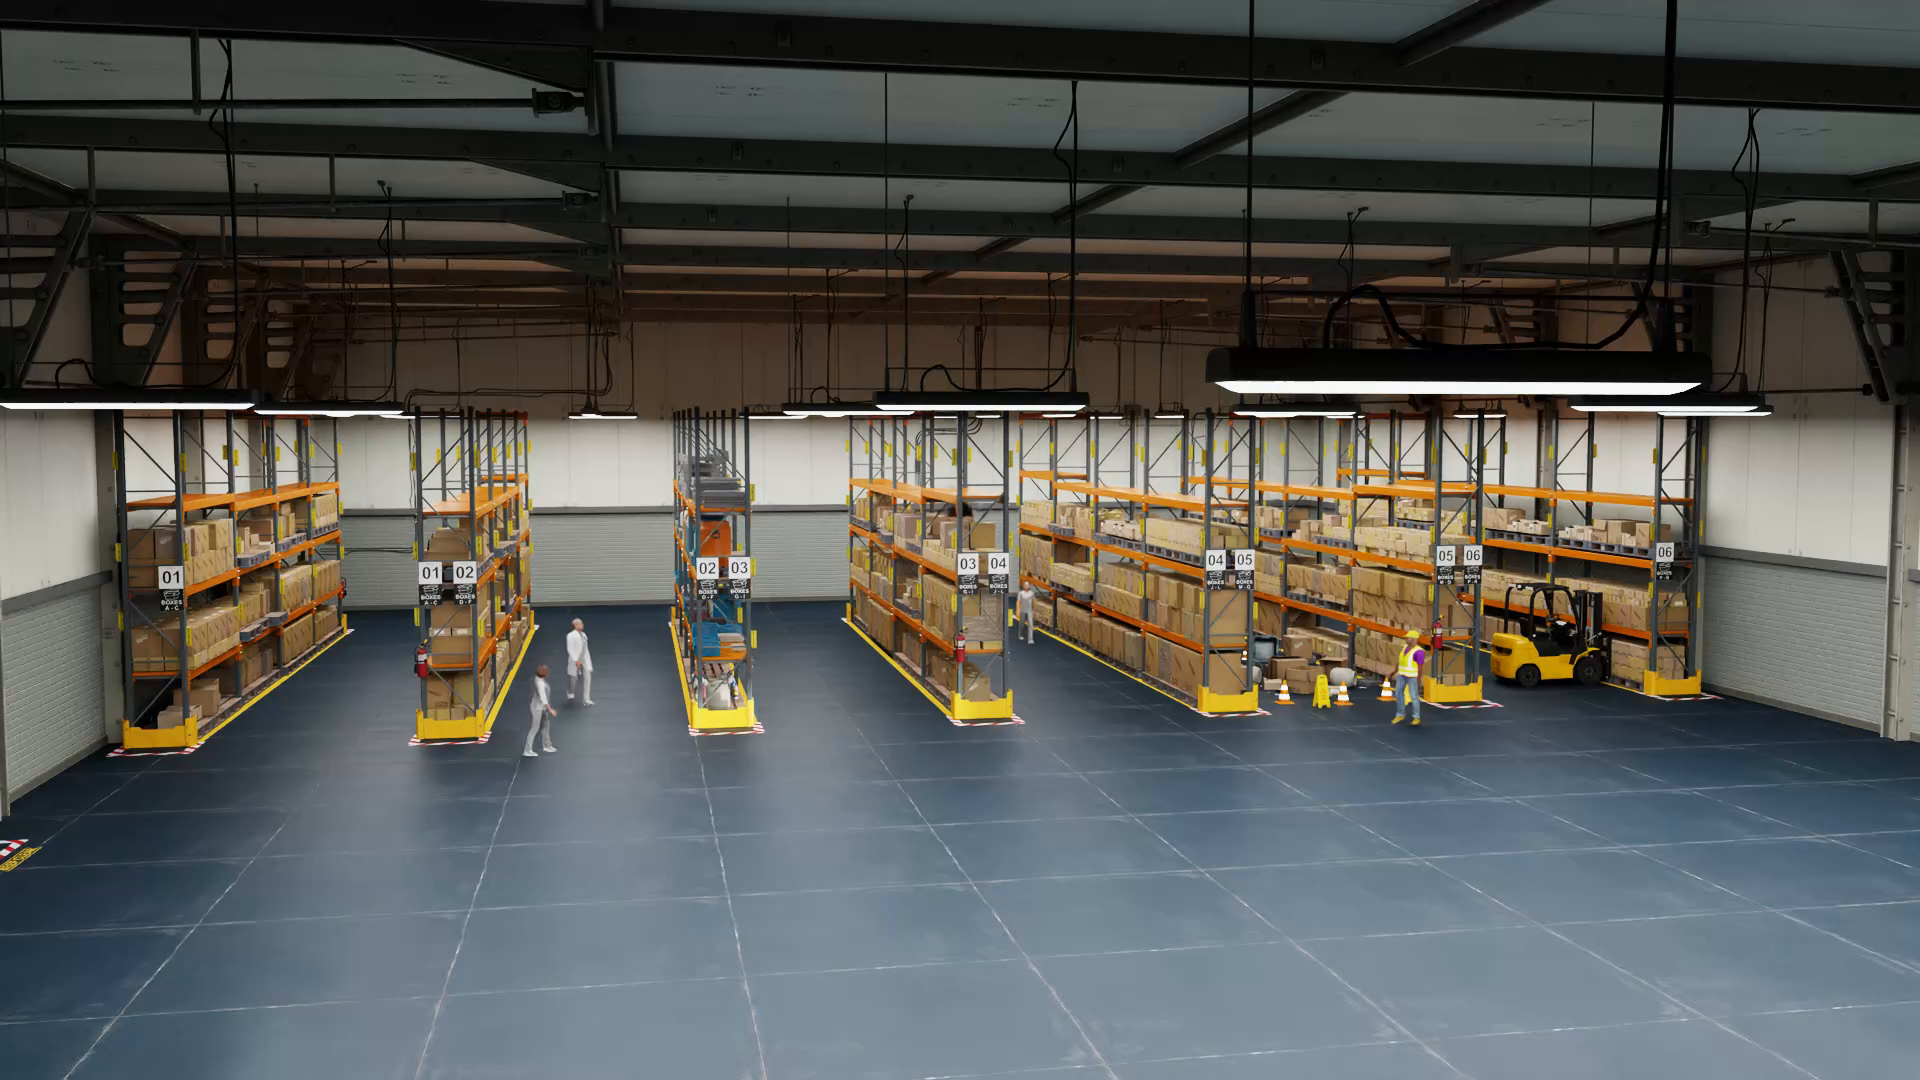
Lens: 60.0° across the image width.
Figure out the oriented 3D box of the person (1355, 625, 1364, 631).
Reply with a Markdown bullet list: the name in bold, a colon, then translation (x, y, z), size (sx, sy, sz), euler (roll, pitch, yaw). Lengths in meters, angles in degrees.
- **person**: translation (10.893, 1.603, 45.607), size (0.460, 1.772, 0.572), euler (0, 4, -4)

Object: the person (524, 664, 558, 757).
- **person**: translation (-7.208, 2.922, 28.590), size (0.573, 1.610, 0.567), euler (-1, 4, -9)

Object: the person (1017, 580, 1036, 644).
- **person**: translation (1.722, 1.858, 42.948), size (0.520, 1.625, 1.014), euler (0, 4, -7)

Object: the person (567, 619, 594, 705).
- **person**: translation (-7.727, 2.465, 33.704), size (0.528, 1.734, 1.085), euler (-2, 4, -25)

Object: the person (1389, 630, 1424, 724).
- **person**: translation (8.458, 2.600, 31.508), size (0.378, 1.801, 0.736), euler (-3, 5, -39)
